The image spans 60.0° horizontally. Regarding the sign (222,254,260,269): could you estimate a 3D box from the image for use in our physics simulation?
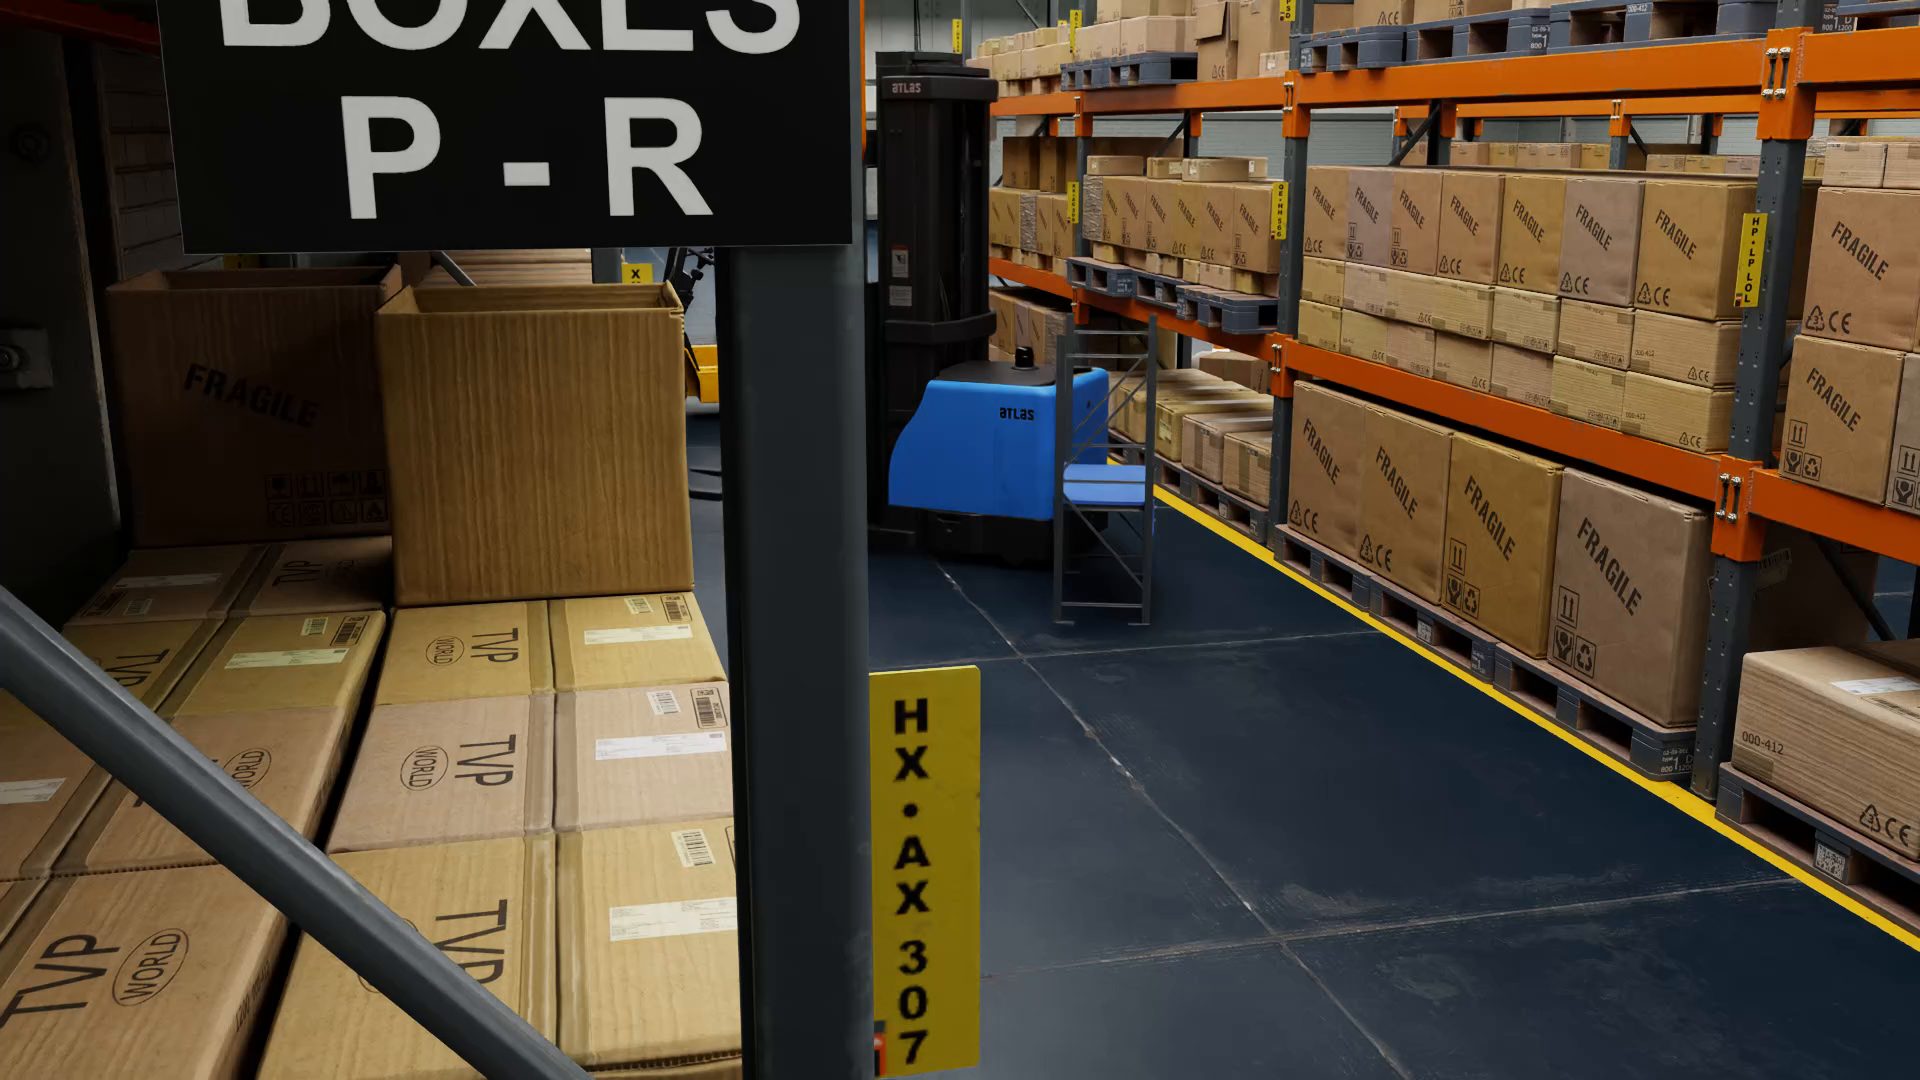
[{"bbox_3d":[-2.040,-0.750,4.735,0.100,0.325,0.005,-3,14,-13],"label":"sign"}]

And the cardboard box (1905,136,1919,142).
[{"bbox_3d":[10.355,-4.008,17.567,0.500,0.500,0.500,-3,14,-13],"label":"cardboard box"}]

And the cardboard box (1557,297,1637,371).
[{"bbox_3d":[2.859,-0.869,6.928,0.500,0.250,0.500,-3,14,-12],"label":"cardboard box"}]

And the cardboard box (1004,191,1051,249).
[{"bbox_3d":[0.719,-2.979,15.464,0.500,0.500,0.500,-4,14,-14],"label":"cardboard box"}]

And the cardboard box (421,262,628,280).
[{"bbox_3d":[-1.519,-0.715,5.938,0.700,0.500,0.500,-3,14,-13],"label":"cardboard box"}]

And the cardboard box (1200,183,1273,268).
[{"bbox_3d":[1.874,-2.024,10.670,0.500,0.500,0.500,-4,14,-14],"label":"cardboard box"}]

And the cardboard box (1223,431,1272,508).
[{"bbox_3d":[2.261,-0.477,10.713,0.950,0.372,0.625,-4,14,-17],"label":"cardboard box"}]

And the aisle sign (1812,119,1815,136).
[{"bbox_3d":[9.831,-5.077,19.412,0.394,0.787,0.004,-3,14,-13],"label":"aisle sign"}]

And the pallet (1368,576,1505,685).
[{"bbox_3d":[2.778,0.402,8.335,1.003,0.211,1.213,-3,14,-13],"label":"pallet"}]

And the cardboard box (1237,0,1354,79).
[{"bbox_3d":[2.171,-3.144,10.445,0.700,0.500,0.500,-3,14,-13],"label":"cardboard box"}]

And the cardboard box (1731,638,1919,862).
[{"bbox_3d":[3.366,0.695,5.775,0.875,0.438,0.875,-3,14,-14],"label":"cardboard box"}]

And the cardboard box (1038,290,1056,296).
[{"bbox_3d":[1.072,-2.207,16.468,0.500,0.500,0.500,-3,14,-11],"label":"cardboard box"}]

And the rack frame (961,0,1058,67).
[{"bbox_3d":[0.505,-6.179,16.757,1.000,3.000,0.127,-3,14,-13],"label":"rack frame"}]

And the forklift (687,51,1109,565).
[{"bbox_3d":[-0.630,-1.490,10.349,3.031,2.935,1.130,6,15,24],"label":"forklift"}]

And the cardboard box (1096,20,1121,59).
[{"bbox_3d":[1.312,-3.656,12.183,0.500,0.250,0.500,-3,14,-14],"label":"cardboard box"}]

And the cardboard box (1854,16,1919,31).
[{"bbox_3d":[6.634,-3.609,11.652,0.500,0.311,0.500,-3,14,-13],"label":"cardboard box"}]

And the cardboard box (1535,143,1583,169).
[{"bbox_3d":[5.937,-3.446,15.620,0.875,0.550,0.550,-3,14,-13],"label":"cardboard box"}]

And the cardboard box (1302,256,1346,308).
[{"bbox_3d":[2.262,-1.458,9.339,0.500,0.250,0.500,-3,14,-14],"label":"cardboard box"}]

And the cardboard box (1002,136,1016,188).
[{"bbox_3d":[0.837,-3.838,16.871,0.700,0.500,0.500,-4,14,-15],"label":"cardboard box"}]

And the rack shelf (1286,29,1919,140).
[{"bbox_3d":[2.853,-2.065,7.756,1.077,0.370,4.000,-3,14,-13],"label":"rack shelf"}]

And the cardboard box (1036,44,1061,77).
[{"bbox_3d":[0.959,-4.074,14.151,0.500,0.250,0.500,-4,14,-14],"label":"cardboard box"}]

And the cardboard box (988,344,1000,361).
[{"bbox_3d":[0.538,-1.813,16.437,0.500,0.250,0.500,-3,14,-11],"label":"cardboard box"}]

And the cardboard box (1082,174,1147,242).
[{"bbox_3d":[1.275,-2.615,13.087,0.500,0.500,0.500,-3,14,-12],"label":"cardboard box"}]

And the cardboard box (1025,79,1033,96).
[{"bbox_3d":[0.803,-4.095,15.076,0.380,0.149,0.250,-3,14,-14],"label":"cardboard box"}]

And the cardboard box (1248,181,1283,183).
[{"bbox_3d":[2.242,-2.175,11.287,0.500,0.500,0.500,-3,14,-12],"label":"cardboard box"}]

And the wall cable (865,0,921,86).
[{"bbox_3d":[-2.252,-15.542,47.917,2.305,6.003,0.169,-3,14,-13],"label":"wall cable"}]

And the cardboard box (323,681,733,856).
[{"bbox_3d":[-0.525,0.396,2.174,0.500,0.250,0.500,-3,14,-13],"label":"cardboard box"}]

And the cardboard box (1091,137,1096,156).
[{"bbox_3d":[1.453,-3.253,14.479,0.700,0.500,0.500,-3,14,-13],"label":"cardboard box"}]

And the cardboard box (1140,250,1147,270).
[{"bbox_3d":[1.534,-2.041,12.104,0.380,0.149,0.250,-3,14,-13],"label":"cardboard box"}]

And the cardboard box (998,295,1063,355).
[{"bbox_3d":[0.668,-2.054,15.842,0.500,0.500,0.500,-3,14,-12],"label":"cardboard box"}]

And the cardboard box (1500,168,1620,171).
[{"bbox_3d":[2.998,-1.616,8.403,0.500,0.500,0.500,-3,14,-13],"label":"cardboard box"}]

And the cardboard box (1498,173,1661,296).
[{"bbox_3d":[2.745,-1.357,7.342,0.500,0.500,0.500,-3,14,-11],"label":"cardboard box"}]

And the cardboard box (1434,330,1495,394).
[{"bbox_3d":[2.629,-0.867,7.971,0.500,0.250,0.500,-3,14,-13],"label":"cardboard box"}]

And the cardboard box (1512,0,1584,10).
[{"bbox_3d":[2.733,-2.472,7.512,0.380,0.166,0.250,-2,14,-8],"label":"cardboard box"}]

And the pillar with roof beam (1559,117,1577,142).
[{"bbox_3d":[14.357,-14.127,49.291,9.100,9.000,0.548,-3,14,-13],"label":"pillar with roof beam"}]

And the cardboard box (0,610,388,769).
[{"bbox_3d":[-1.159,0.307,2.538,0.500,0.250,0.500,-3,14,-11],"label":"cardboard box"}]

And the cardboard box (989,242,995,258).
[{"bbox_3d":[0.455,-2.868,16.377,0.380,0.149,0.250,-3,14,-12],"label":"cardboard box"}]

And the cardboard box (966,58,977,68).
[{"bbox_3d":[0.364,-4.663,16.560,0.500,0.250,0.500,-4,14,-14],"label":"cardboard box"}]

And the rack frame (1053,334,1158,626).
[{"bbox_3d":[0.734,-0.292,8.461,0.500,1.500,0.032,1,14,6],"label":"rack frame"}]

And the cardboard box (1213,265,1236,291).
[{"bbox_3d":[1.842,-1.677,10.616,0.380,0.149,0.250,-3,14,-14],"label":"cardboard box"}]

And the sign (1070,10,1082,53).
[{"bbox_3d":[0.918,-4.018,13.144,0.100,0.325,0.005,-3,14,-13],"label":"sign"}]

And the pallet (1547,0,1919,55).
[{"bbox_3d":[3.060,-2.069,6.660,0.805,0.209,1.217,-4,14,-15],"label":"pallet"}]

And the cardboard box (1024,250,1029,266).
[{"bbox_3d":[0.799,-2.572,15.163,0.380,0.149,0.250,-4,14,-14],"label":"cardboard box"}]

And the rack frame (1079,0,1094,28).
[{"bbox_3d":[1.444,-5.256,12.980,1.000,3.000,0.127,-3,14,-13],"label":"rack frame"}]

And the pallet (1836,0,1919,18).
[{"bbox_3d":[3.505,-1.721,5.018,1.003,0.211,1.213,-3,14,-13],"label":"pallet"}]

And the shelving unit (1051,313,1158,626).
[{"bbox_3d":[0.789,-0.412,8.952,0.538,1.500,1.048,1,14,6],"label":"shelving unit"}]

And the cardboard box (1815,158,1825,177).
[{"bbox_3d":[6.833,-2.592,12.397,0.700,0.500,0.500,-4,14,-14],"label":"cardboard box"}]

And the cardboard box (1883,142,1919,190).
[{"bbox_3d":[3.221,-1.200,5.335,0.380,0.149,0.250,-3,14,-12],"label":"cardboard box"}]

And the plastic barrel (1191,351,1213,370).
[{"bbox_3d":[2.461,-1.621,16.170,0.512,0.421,0.421,7,15,26],"label":"plastic barrel"}]

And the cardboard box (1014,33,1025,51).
[{"bbox_3d":[0.701,-4.478,14.963,0.380,0.149,0.250,-3,14,-12],"label":"cardboard box"}]

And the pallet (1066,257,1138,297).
[{"bbox_3d":[1.482,-2.064,12.960,1.003,0.211,1.213,-3,14,-13],"label":"pallet"}]

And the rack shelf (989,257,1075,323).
[{"bbox_3d":[0.974,-2.454,15.666,1.077,0.370,4.000,-3,14,-13],"label":"rack shelf"}]

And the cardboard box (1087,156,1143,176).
[{"bbox_3d":[1.211,-2.926,12.994,0.380,0.149,0.250,-3,14,-13],"label":"cardboard box"}]
